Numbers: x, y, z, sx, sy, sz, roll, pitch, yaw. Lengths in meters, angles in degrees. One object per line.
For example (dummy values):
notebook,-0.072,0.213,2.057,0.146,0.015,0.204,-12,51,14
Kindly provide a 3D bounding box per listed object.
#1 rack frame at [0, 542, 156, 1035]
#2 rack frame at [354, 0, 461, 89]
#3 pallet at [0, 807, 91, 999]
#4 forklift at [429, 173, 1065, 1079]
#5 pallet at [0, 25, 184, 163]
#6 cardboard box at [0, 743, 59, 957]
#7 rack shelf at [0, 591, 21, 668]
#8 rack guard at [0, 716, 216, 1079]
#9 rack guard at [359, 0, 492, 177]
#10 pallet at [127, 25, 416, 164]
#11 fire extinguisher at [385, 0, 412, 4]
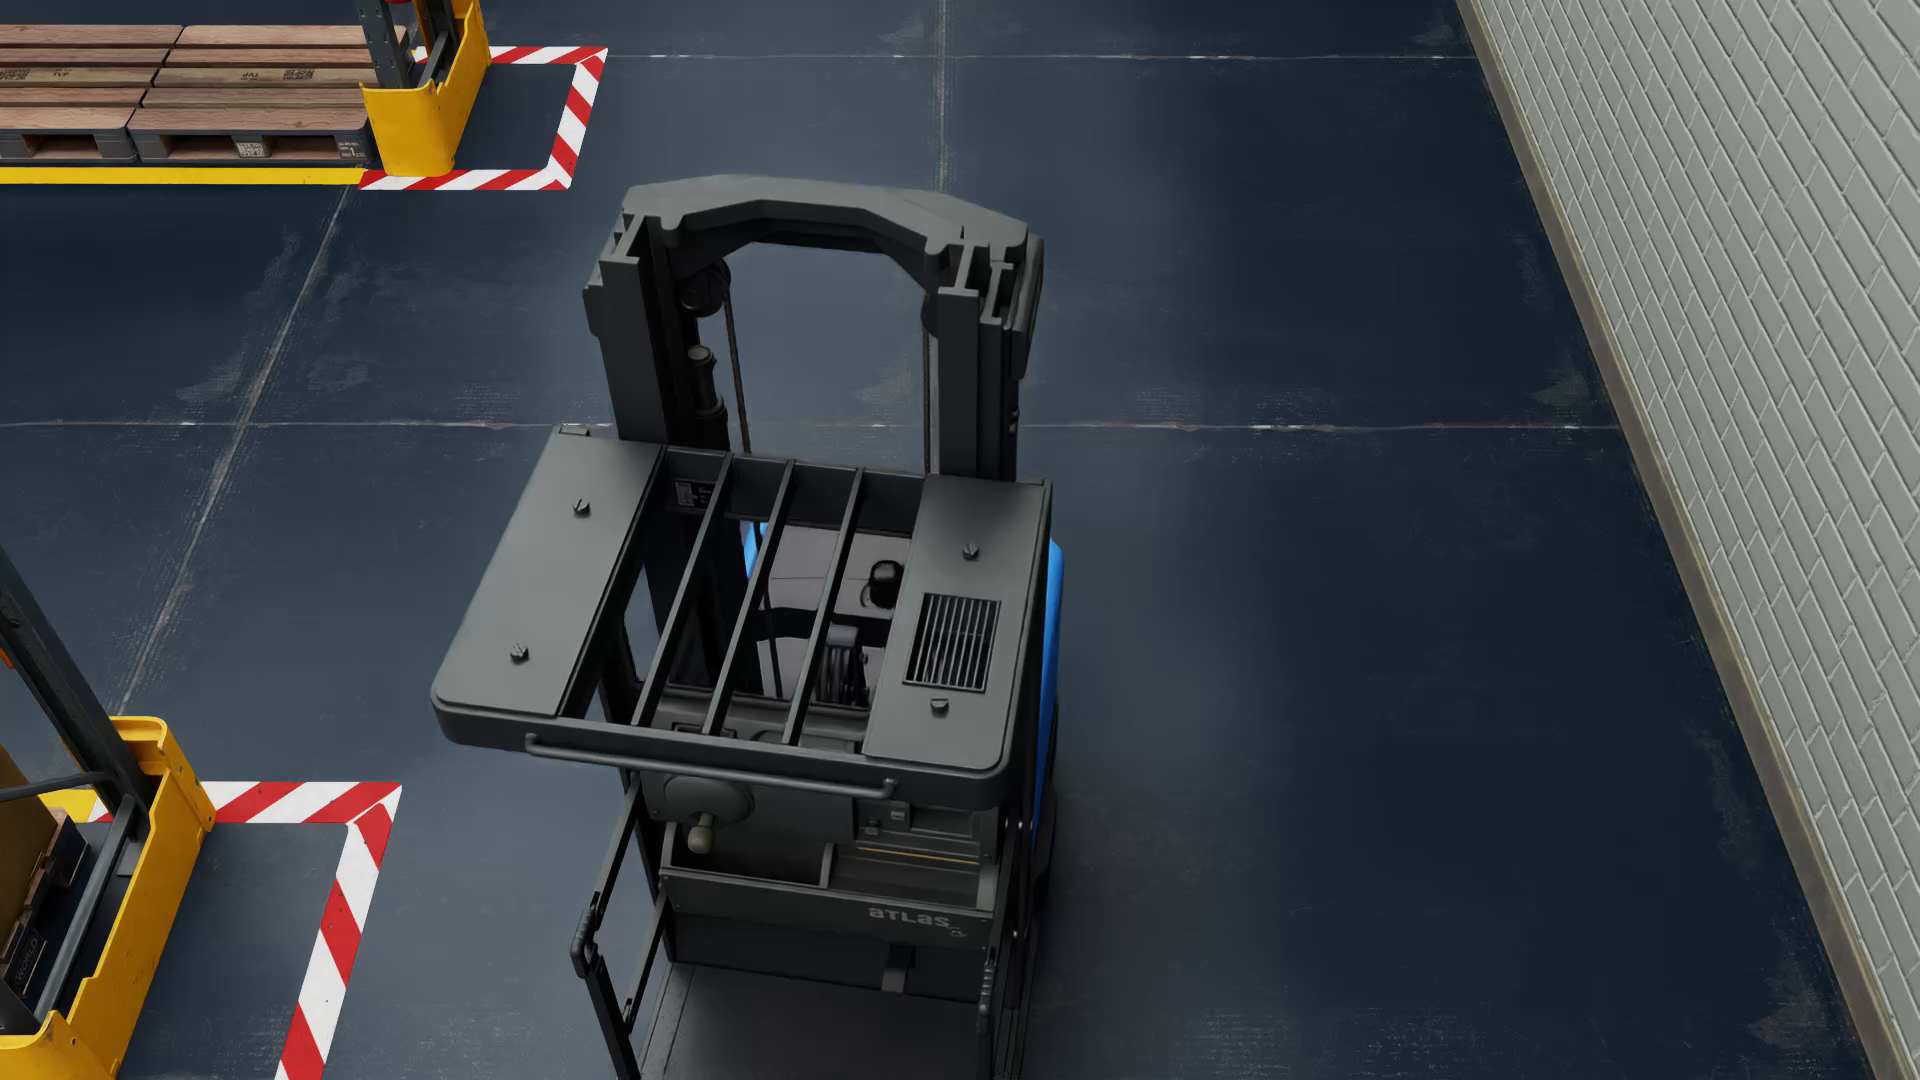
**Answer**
rack frame,-2.813,0.334,4.390,0.127,3.000,1.000,0,47,0
rack frame,-2.794,-3.292,7.764,0.127,3.000,1.000,0,47,0
pallet,-3.612,1.339,5.359,1.213,0.211,1.003,0,47,0
forklift,-0.386,0.733,4.065,1.130,2.935,3.031,6,47,6
pallet,-4.836,-2.378,8.819,1.213,0.211,1.003,0,47,0
cardboard box,-3.453,0.972,4.961,0.875,0.875,0.875,0,47,0
rack shelf,-4.813,0.574,4.658,4.000,0.370,1.077,0,47,0
rack guard,-2.789,1.186,5.305,0.348,0.500,1.175,0,47,0
rack guard,-2.770,-2.449,8.688,0.348,0.500,1.175,0,47,0
pallet,-3.619,-2.372,8.814,1.213,0.211,1.003,0,47,0
fire extinguisher,-2.645,-2.805,7.619,0.183,0.674,0.296,0,47,0
